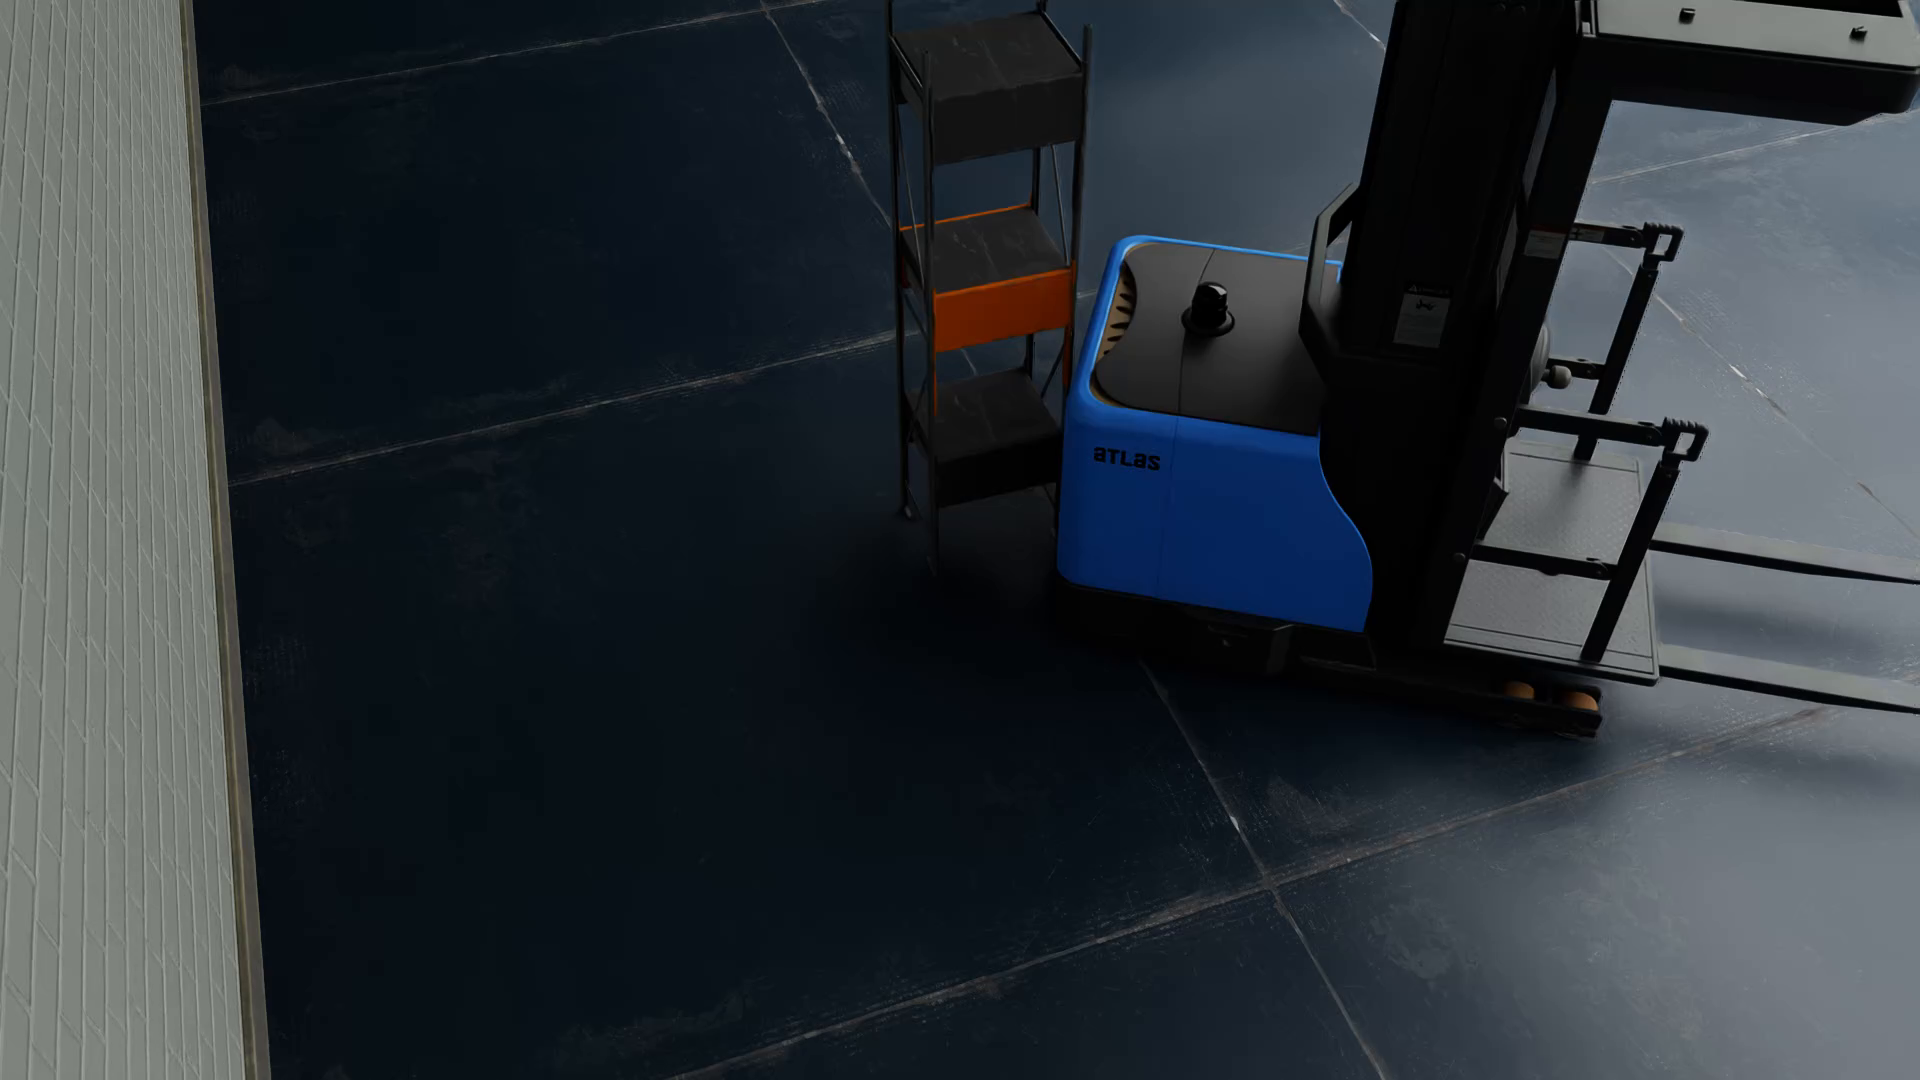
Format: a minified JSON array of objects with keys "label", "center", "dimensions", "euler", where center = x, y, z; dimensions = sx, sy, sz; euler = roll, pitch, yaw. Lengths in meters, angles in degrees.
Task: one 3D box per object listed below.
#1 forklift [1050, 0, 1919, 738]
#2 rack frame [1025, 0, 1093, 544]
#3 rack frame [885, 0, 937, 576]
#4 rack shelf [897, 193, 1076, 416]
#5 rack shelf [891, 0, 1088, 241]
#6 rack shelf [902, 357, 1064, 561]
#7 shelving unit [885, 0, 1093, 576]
[{"label":"forklift","center":[1.890,-0.786,4.964],"dimensions":[3.031,2.935,1.130],"euler":[9,46,9]},{"label":"rack frame","center":[0.309,-0.855,5.619],"dimensions":[0.015,2.100,0.400],"euler":[-13,47,-13]},{"label":"rack frame","center":[-0.154,-0.745,5.511],"dimensions":[0.015,2.100,0.400],"euler":[-13,47,-13]},{"label":"rack shelf","center":[0.078,-0.790,5.575],"dimensions":[0.480,0.518,0.431],"euler":[-13,47,-13]},{"label":"rack shelf","center":[0.078,-1.285,5.079],"dimensions":[0.480,0.518,0.431],"euler":[-13,47,-13]},{"label":"rack shelf","center":[0.078,-0.296,6.070],"dimensions":[0.480,0.518,0.431],"euler":[-13,47,-13]},{"label":"shelving unit","center":[0.078,-0.800,5.565],"dimensions":[0.503,2.100,0.431],"euler":[-13,47,-13]}]
